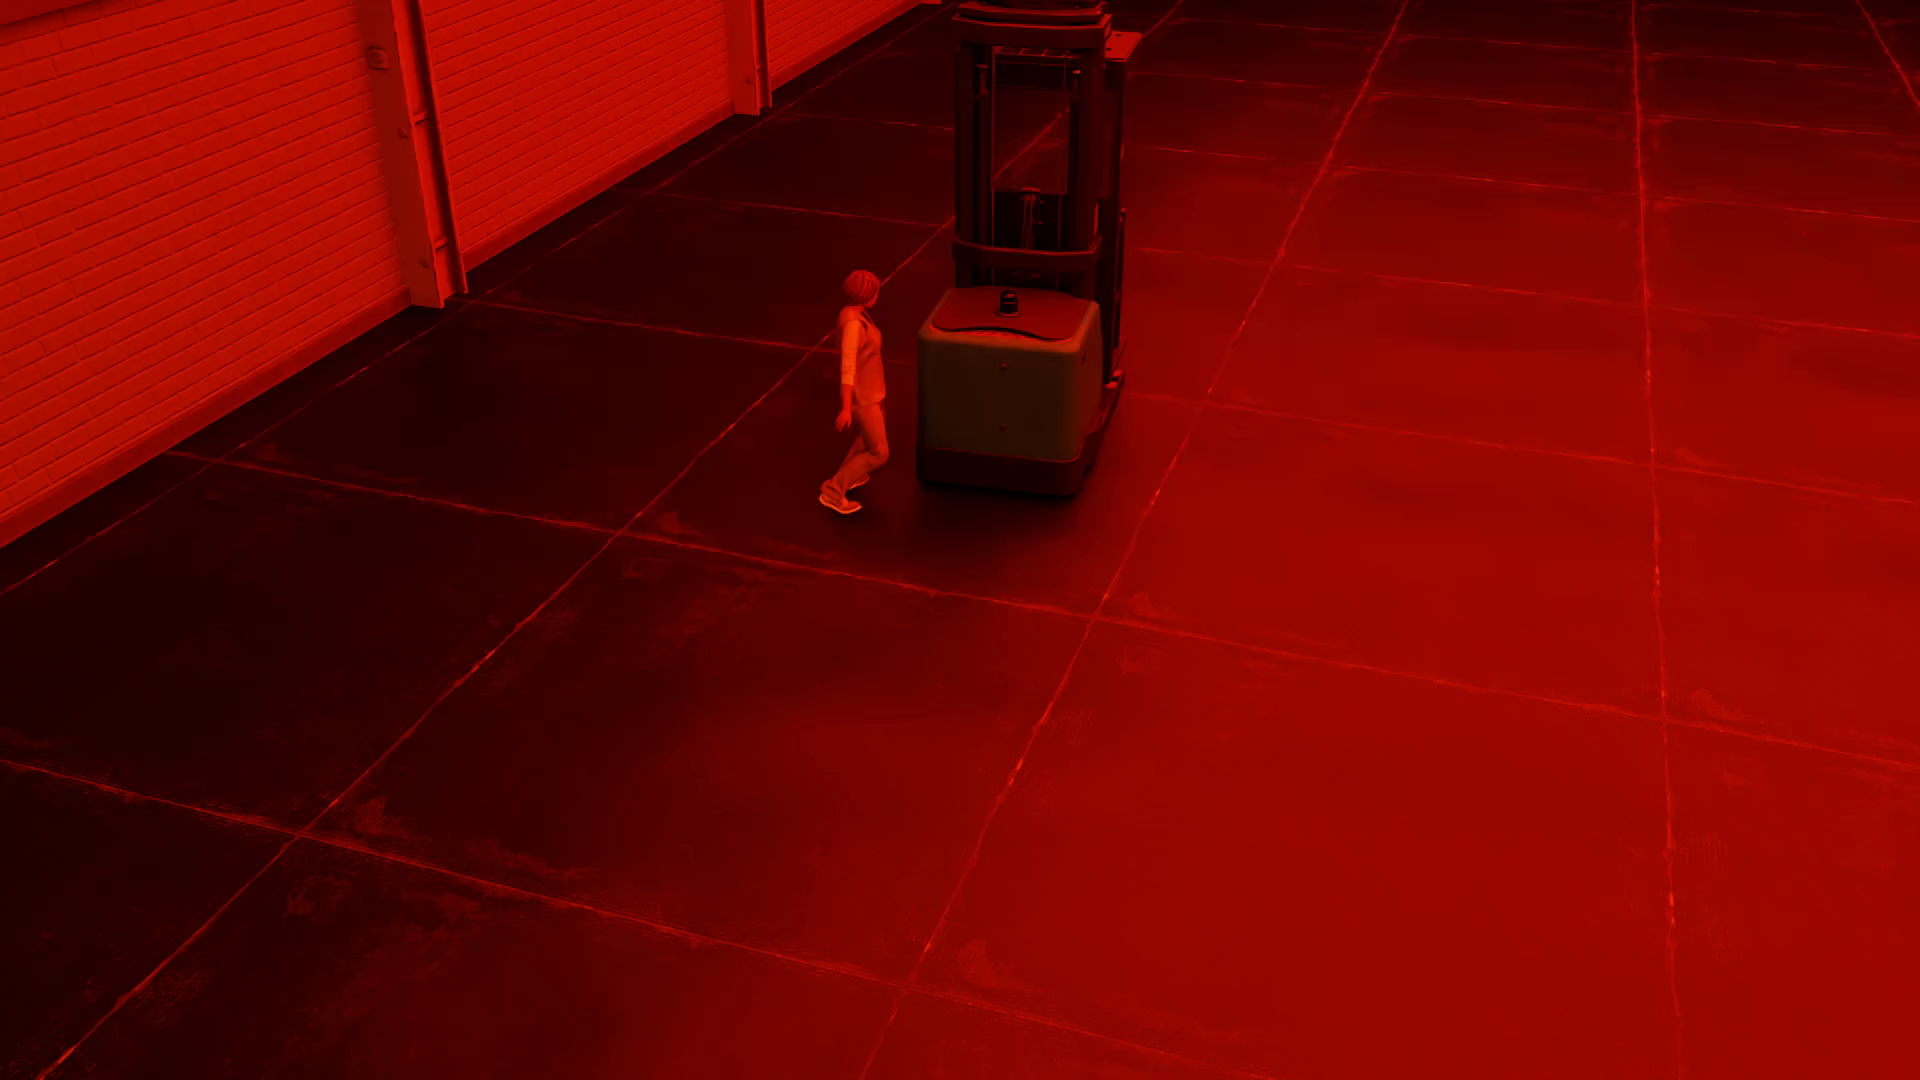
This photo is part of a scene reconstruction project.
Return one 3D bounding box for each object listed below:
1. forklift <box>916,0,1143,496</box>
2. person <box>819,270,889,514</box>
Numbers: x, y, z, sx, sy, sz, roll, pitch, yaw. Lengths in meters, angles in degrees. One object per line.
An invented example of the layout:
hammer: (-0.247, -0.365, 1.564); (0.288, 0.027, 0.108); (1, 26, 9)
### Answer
forklift: (0.565, -2.267, 11.113); (1.130, 2.935, 3.031); (7, 30, 12)
person: (-0.654, -0.881, 10.117); (0.446, 1.524, 0.744); (0, 30, 0)
